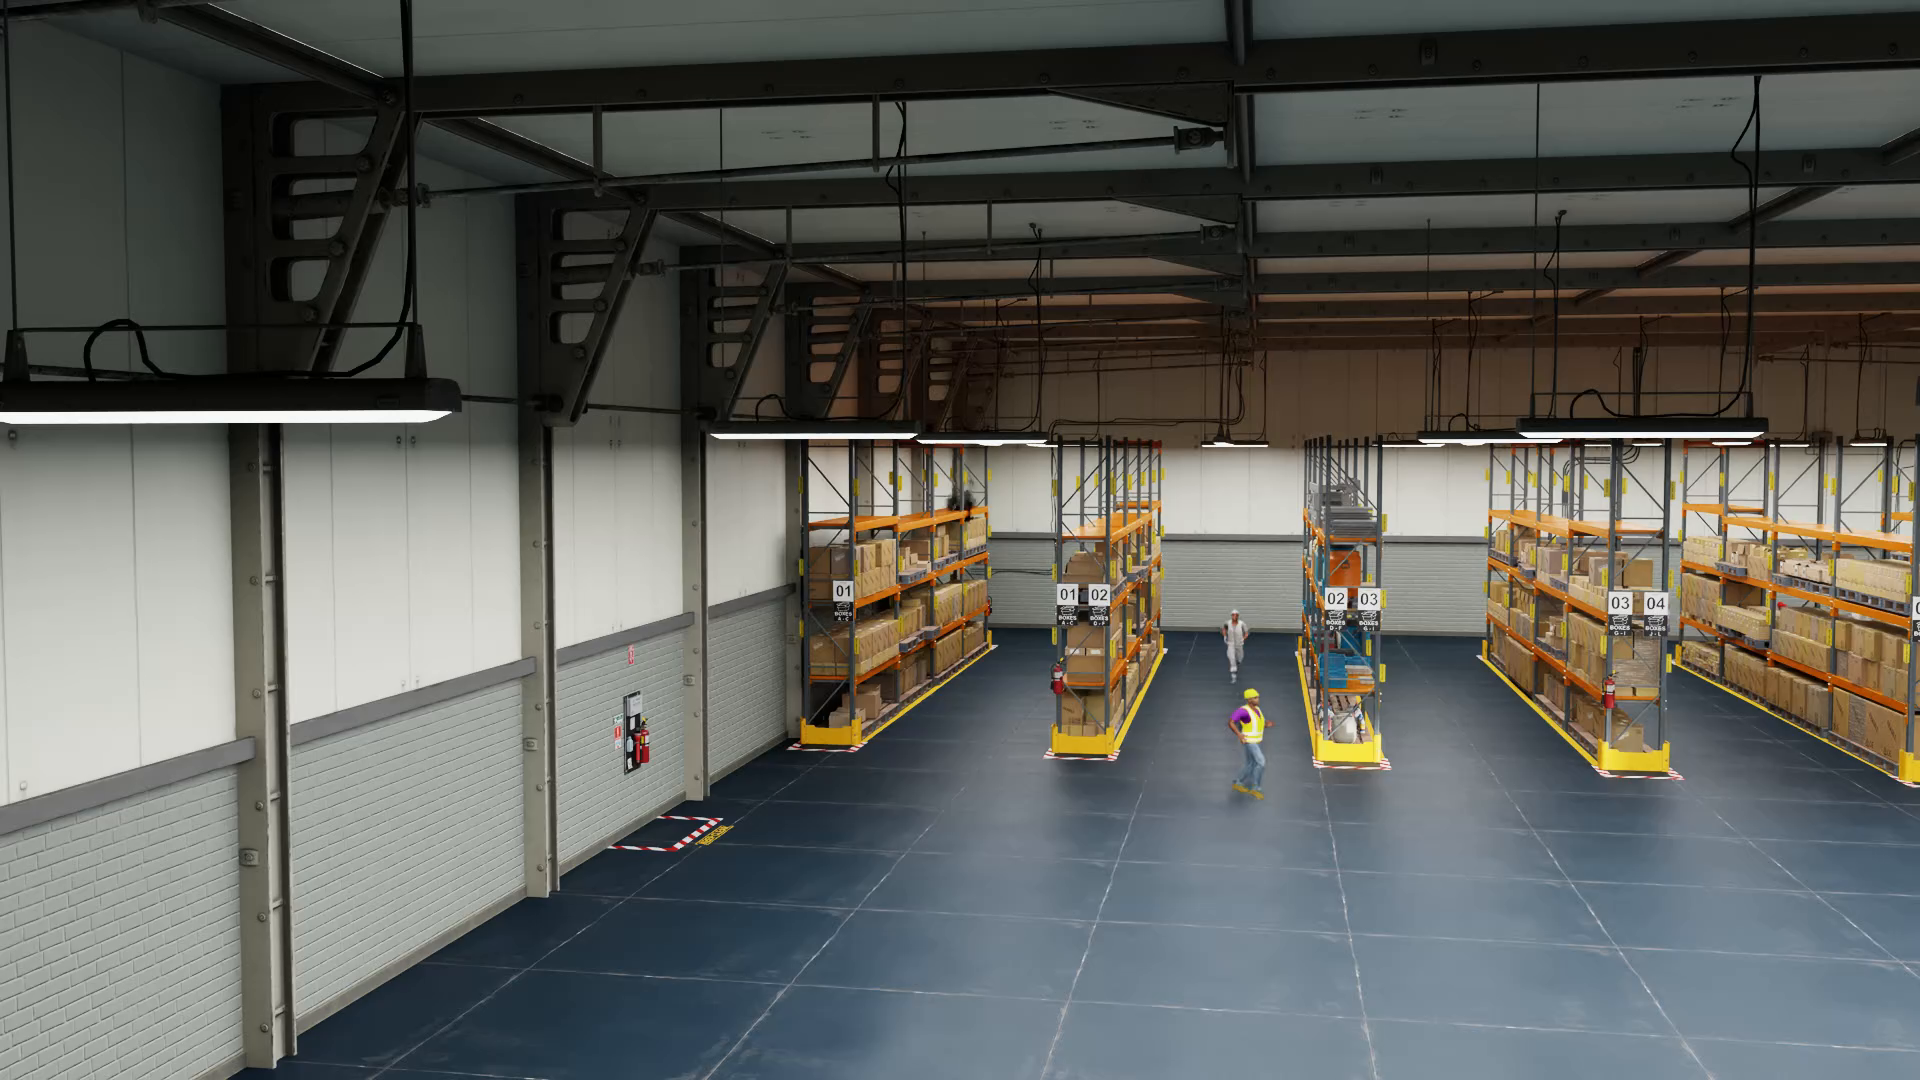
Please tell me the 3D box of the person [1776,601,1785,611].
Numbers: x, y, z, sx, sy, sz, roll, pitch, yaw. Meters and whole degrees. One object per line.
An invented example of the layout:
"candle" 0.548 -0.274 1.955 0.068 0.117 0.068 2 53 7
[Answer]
"person" 21.212 2.470 42.991 0.675 1.766 1.019 0 3 7

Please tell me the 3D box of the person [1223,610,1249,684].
"person" 6.831 2.622 41.190 0.626 1.779 1.153 0 3 5

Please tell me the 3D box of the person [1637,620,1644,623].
"person" 18.777 2.485 45.754 0.586 1.546 0.721 0 3 -2

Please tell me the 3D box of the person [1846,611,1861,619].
"person" 24.243 2.463 45.090 0.867 1.676 0.656 1 3 20

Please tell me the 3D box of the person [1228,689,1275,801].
"person" 4.802 3.364 27.378 0.722 1.830 0.675 2 4 32
